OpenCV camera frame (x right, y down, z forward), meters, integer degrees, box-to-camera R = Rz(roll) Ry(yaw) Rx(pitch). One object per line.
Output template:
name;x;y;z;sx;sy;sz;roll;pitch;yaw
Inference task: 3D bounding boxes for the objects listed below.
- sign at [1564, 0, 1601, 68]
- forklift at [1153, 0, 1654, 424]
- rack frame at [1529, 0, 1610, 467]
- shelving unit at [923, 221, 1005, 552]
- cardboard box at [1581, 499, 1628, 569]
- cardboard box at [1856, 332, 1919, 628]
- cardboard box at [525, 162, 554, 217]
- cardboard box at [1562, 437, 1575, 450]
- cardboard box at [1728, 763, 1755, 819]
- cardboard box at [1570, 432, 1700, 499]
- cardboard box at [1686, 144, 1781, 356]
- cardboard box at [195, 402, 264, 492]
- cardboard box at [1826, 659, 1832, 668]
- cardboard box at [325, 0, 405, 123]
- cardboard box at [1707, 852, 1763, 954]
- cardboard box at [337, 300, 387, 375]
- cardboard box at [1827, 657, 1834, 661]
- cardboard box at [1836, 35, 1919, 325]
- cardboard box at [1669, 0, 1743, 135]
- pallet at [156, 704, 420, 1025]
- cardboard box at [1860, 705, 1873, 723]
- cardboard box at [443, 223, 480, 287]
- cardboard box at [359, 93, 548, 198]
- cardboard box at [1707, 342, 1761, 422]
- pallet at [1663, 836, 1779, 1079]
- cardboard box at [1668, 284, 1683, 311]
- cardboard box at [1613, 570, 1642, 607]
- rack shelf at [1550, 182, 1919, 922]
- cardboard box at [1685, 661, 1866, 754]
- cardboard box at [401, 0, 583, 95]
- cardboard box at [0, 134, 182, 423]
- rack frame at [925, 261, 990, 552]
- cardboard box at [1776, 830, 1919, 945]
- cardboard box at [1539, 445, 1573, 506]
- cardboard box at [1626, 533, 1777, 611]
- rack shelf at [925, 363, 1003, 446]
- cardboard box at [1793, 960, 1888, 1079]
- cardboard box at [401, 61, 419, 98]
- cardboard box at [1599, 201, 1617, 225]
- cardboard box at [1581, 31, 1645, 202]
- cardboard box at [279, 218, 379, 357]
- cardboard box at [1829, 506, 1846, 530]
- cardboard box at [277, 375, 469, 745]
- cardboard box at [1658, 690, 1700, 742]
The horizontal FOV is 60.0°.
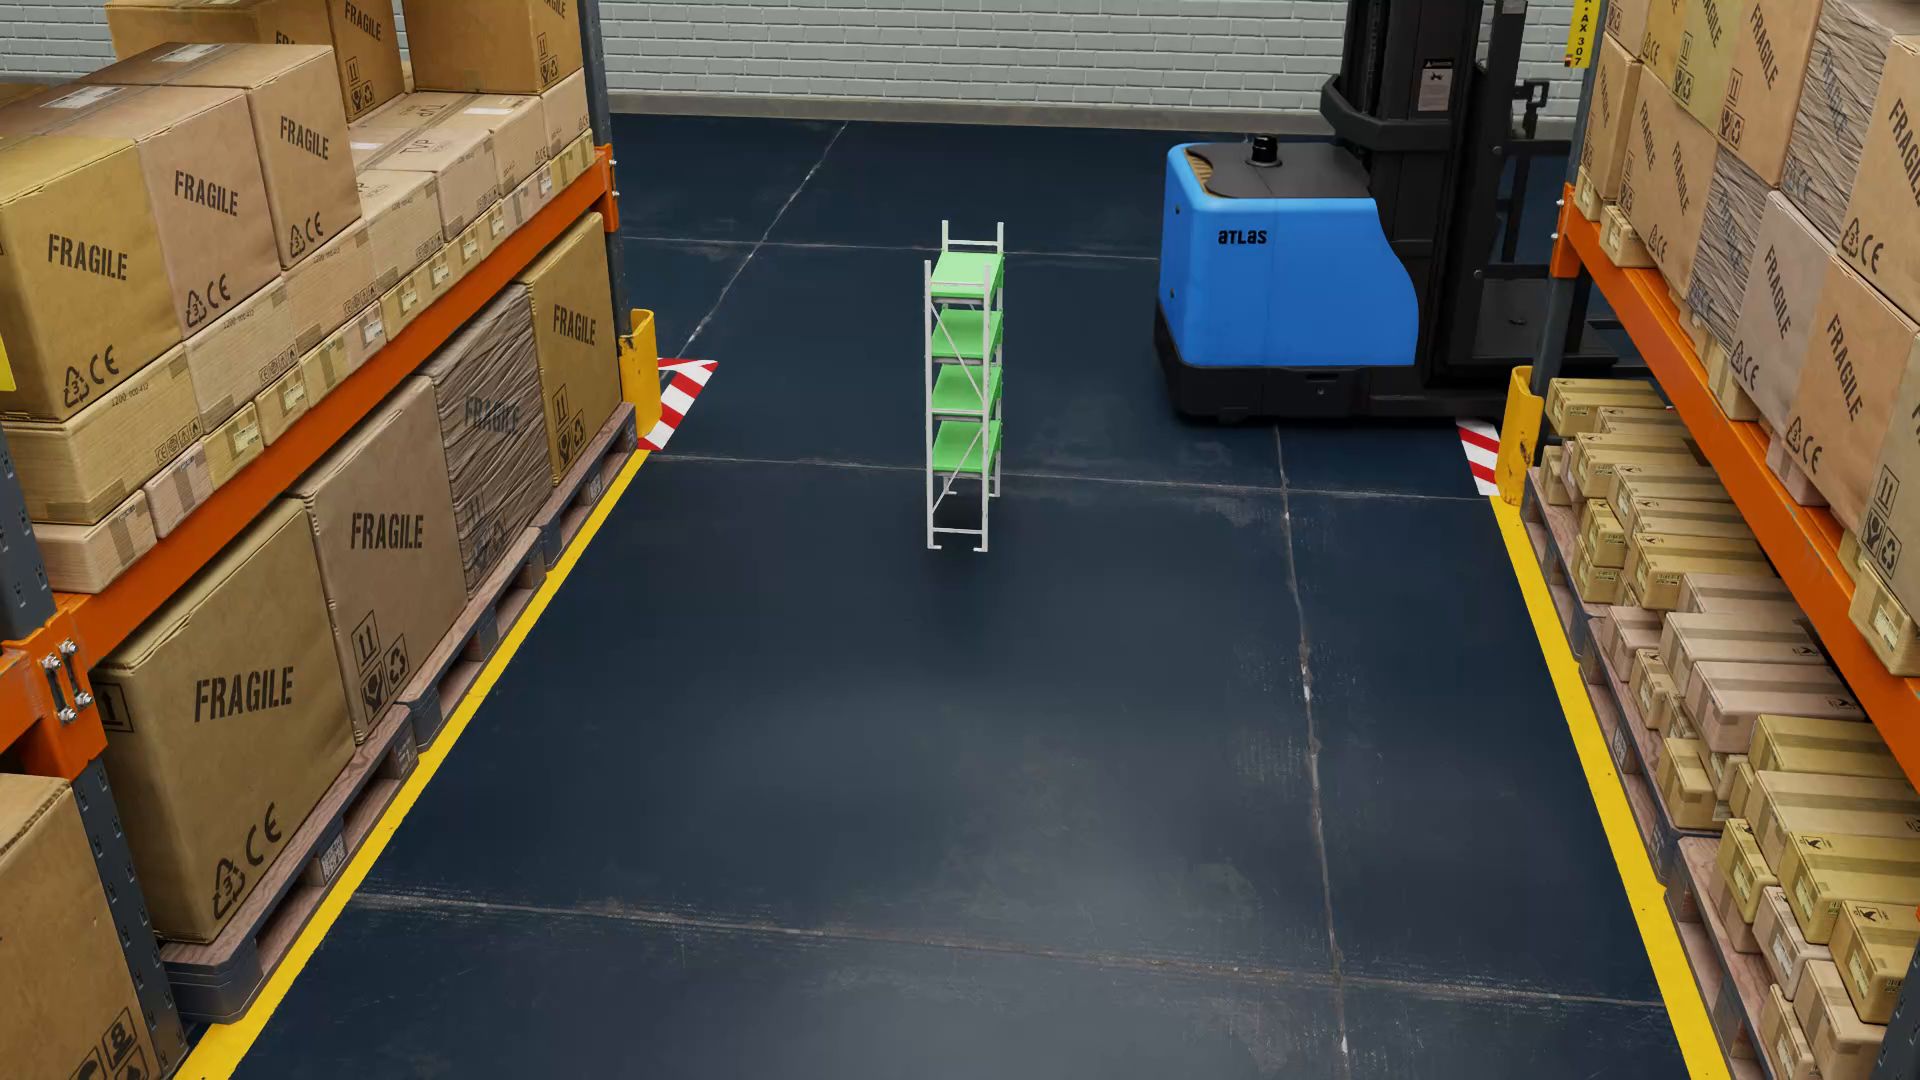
sign;2.370;-1.959;6.310;0.100;0.325;0.005;3;28;6
forklift;2.510;-2.060;7.483;3.031;2.935;1.130;-1;28;-1
rack frame;2.909;-1.546;6.457;1.000;3.000;0.127;3;28;6
shelving unit;0.020;-0.606;6.610;0.258;1.200;0.503;3;28;6
cardboard box;2.419;-0.015;5.864;0.380;0.149;0.250;4;29;8
cardboard box;2.198;-0.082;3.321;0.500;0.500;0.500;3;28;6
cardboard box;-1.780;-1.343;6.346;0.380;0.149;0.250;3;29;6
cardboard box;2.590;-0.375;6.533;0.380;0.149;0.250;5;29;8
cardboard box;2.306;0.742;4.460;0.380;0.149;0.250;4;29;7
cardboard box;2.435;-0.263;6.011;0.380;0.149;0.250;3;28;6
cardboard box;2.410;-0.802;4.657;0.500;0.500;0.500;3;28;5
cardboard box;-2.061;-0.256;4.327;0.380;0.149;0.250;4;29;8
cardboard box;2.446;0.373;5.145;0.380;0.149;0.250;5;29;9
cardboard box;-2.389;-1.831;6.040;0.500;0.500;0.500;3;28;5
cardboard box;2.212;0.957;4.374;0.380;0.149;0.250;2;28;5
cardboard box;-1.967;-0.618;5.000;0.380;0.149;0.250;4;29;7
cardboard box;2.963;0.399;5.411;0.380;0.149;0.250;4;29;7
cardboard box;2.266;-0.759;3.523;0.500;0.500;0.500;2;28;5
cardboard box;2.449;-1.484;4.868;0.500;0.500;0.500;3;28;5
pallet;-2.321;0.875;4.903;1.003;0.211;1.213;3;28;6
cardboard box;2.903;0.513;4.885;0.380;0.149;0.250;3;28;6
cardboard box;-1.873;-0.981;5.674;0.380;0.149;0.250;3;29;6
cardboard box;-1.860;-1.464;6.150;0.500;0.250;0.500;3;28;5
cardboard box;2.342;-0.441;4.670;0.380;0.149;0.250;4;29;7
pallet;2.466;1.246;4.214;1.003;0.211;1.213;3;28;6
cardboard box;2.514;-0.800;5.337;0.380;0.149;0.250;3;28;6
cardboard box;2.476;0.237;5.710;0.380;0.149;0.250;3;29;6
rack shelf;2.664;-0.288;4.880;1.077;0.370;4.000;3;28;6
cardboard box;2.270;0.472;4.647;0.380;0.149;0.250;2;28;4
cardboard box;-1.800;-2.032;6.413;0.500;0.500;0.500;4;29;7
cardboard box;-2.179;-0.605;3.763;0.500;0.500;0.500;3;28;6
rack frame;-0.010;-0.491;6.397;0.240;1.200;0.015;3;28;6
cardboard box;2.196;0.840;3.964;0.380;0.149;0.250;4;29;7
cardboard box;2.527;-0.248;6.610;0.380;0.149;0.250;4;29;7
cardboard box;2.366;0.110;5.319;0.380;0.149;0.250;4;29;7
rack shelf;0.020;-0.550;6.640;0.258;0.148;0.480;3;28;6
cardboard box;2.142;1.109;3.778;0.380;0.149;0.250;4;29;7
cardboard box;-2.328;-1.736;6.655;0.500;0.250;0.500;3;28;5
cardboard box;2.554;-1.180;6.042;0.380;0.149;0.250;4;29;8
cardboard box;2.580;-1.526;6.000;0.500;0.500;0.500;5;29;9
cardboard box;-2.050;-0.748;4.820;0.500;0.250;0.500;4;29;7
cardboard box;2.336;-0.068;3.978;0.380;0.149;0.250;3;28;5
cardboard box;-2.221;0.022;5.344;0.875;0.875;0.875;3;28;6
cardboard box;2.354;0.597;5.043;0.380;0.149;0.250;4;29;7
